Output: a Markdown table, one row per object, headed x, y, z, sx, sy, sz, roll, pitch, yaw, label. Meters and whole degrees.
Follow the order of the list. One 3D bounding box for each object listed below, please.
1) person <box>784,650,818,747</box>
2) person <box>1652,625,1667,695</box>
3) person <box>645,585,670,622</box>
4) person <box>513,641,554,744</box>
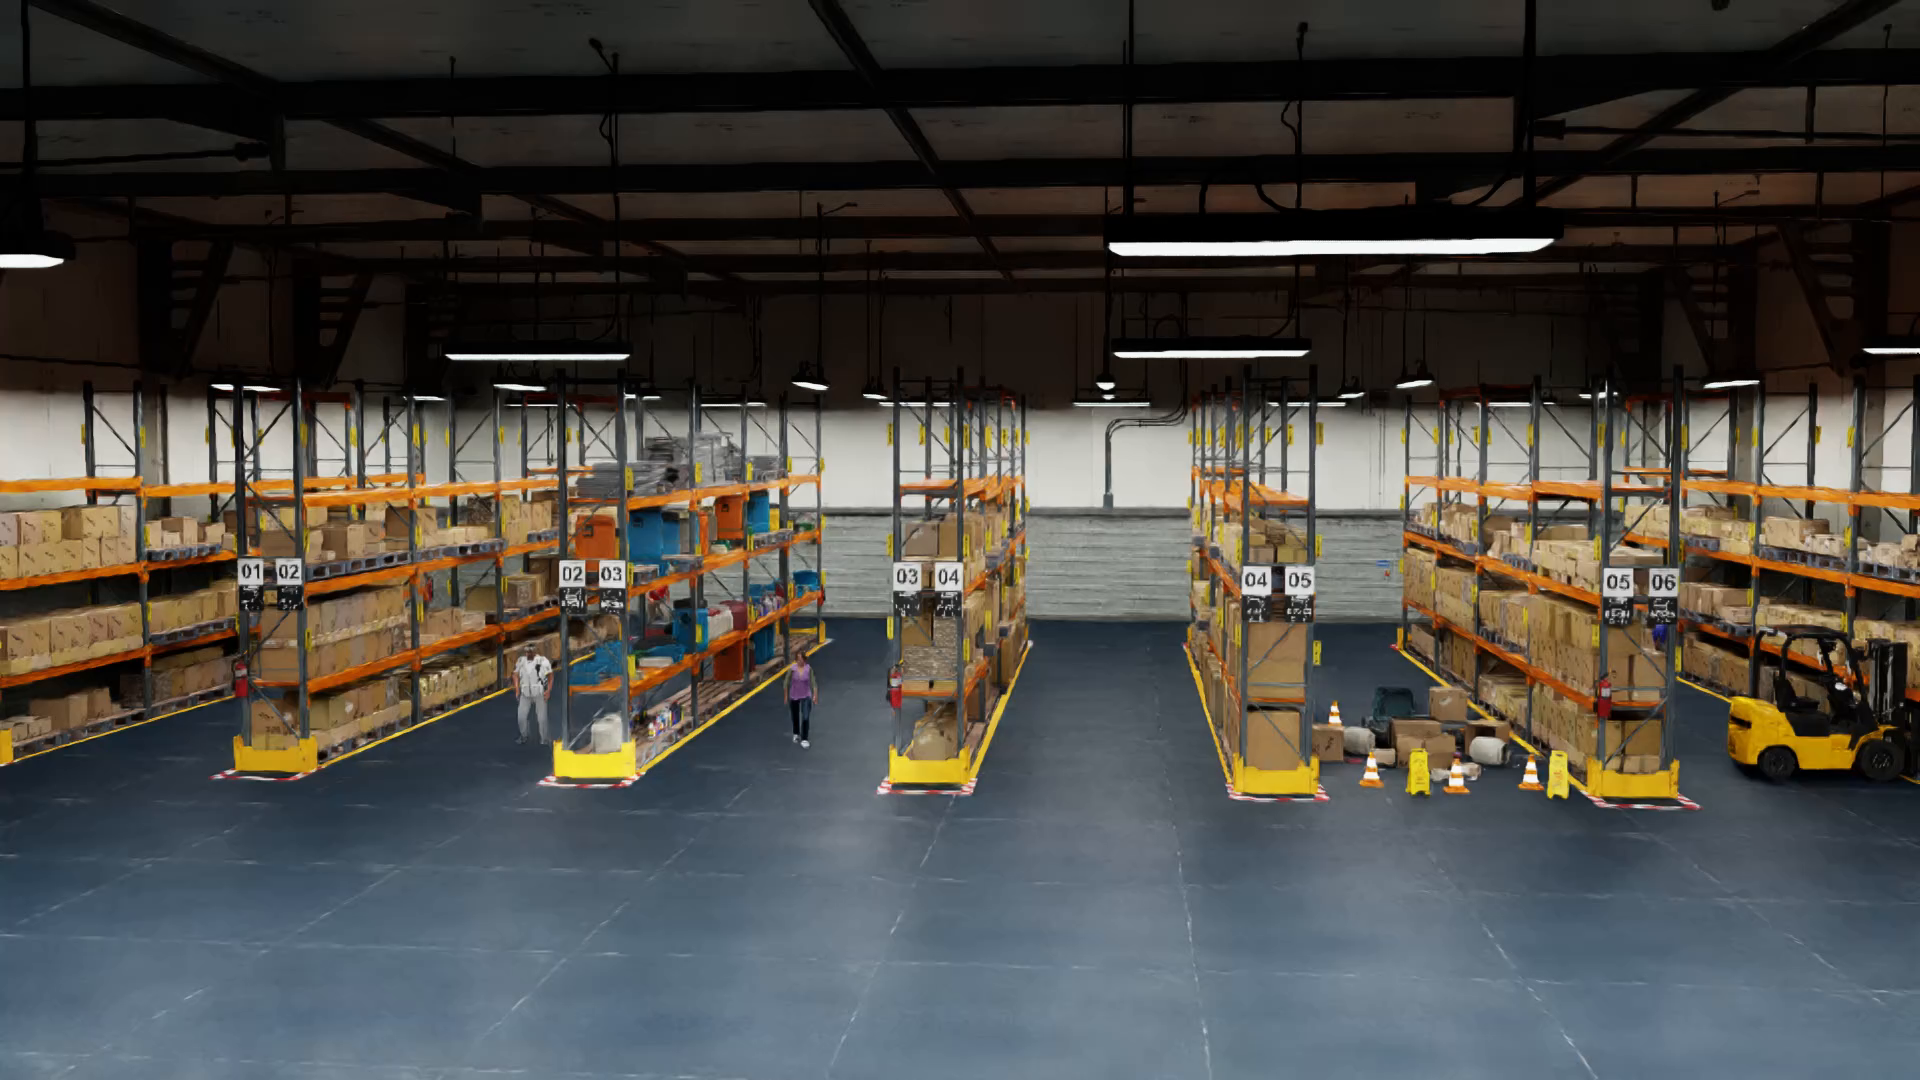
| x | y | z | sx | sy | sz | roll | pitch | yaw | label |
| --- | --- | --- | --- | --- | --- | --- | --- | --- | --- |
| -2.587 | 2.545 | 27.039 | 0.544 | 1.562 | 0.615 | 0 | 4 | -4 | person |
| 13.573 | 2.157 | 32.282 | 0.558 | 1.650 | 0.571 | 2 | 4 | 27 | person |
| -7.570 | 1.578 | 41.629 | 0.678 | 1.674 | 0.763 | -1 | 4 | -17 | person |
| -6.940 | 2.470 | 27.042 | 0.682 | 1.715 | 0.542 | 0 | 4 | 3 | person |
